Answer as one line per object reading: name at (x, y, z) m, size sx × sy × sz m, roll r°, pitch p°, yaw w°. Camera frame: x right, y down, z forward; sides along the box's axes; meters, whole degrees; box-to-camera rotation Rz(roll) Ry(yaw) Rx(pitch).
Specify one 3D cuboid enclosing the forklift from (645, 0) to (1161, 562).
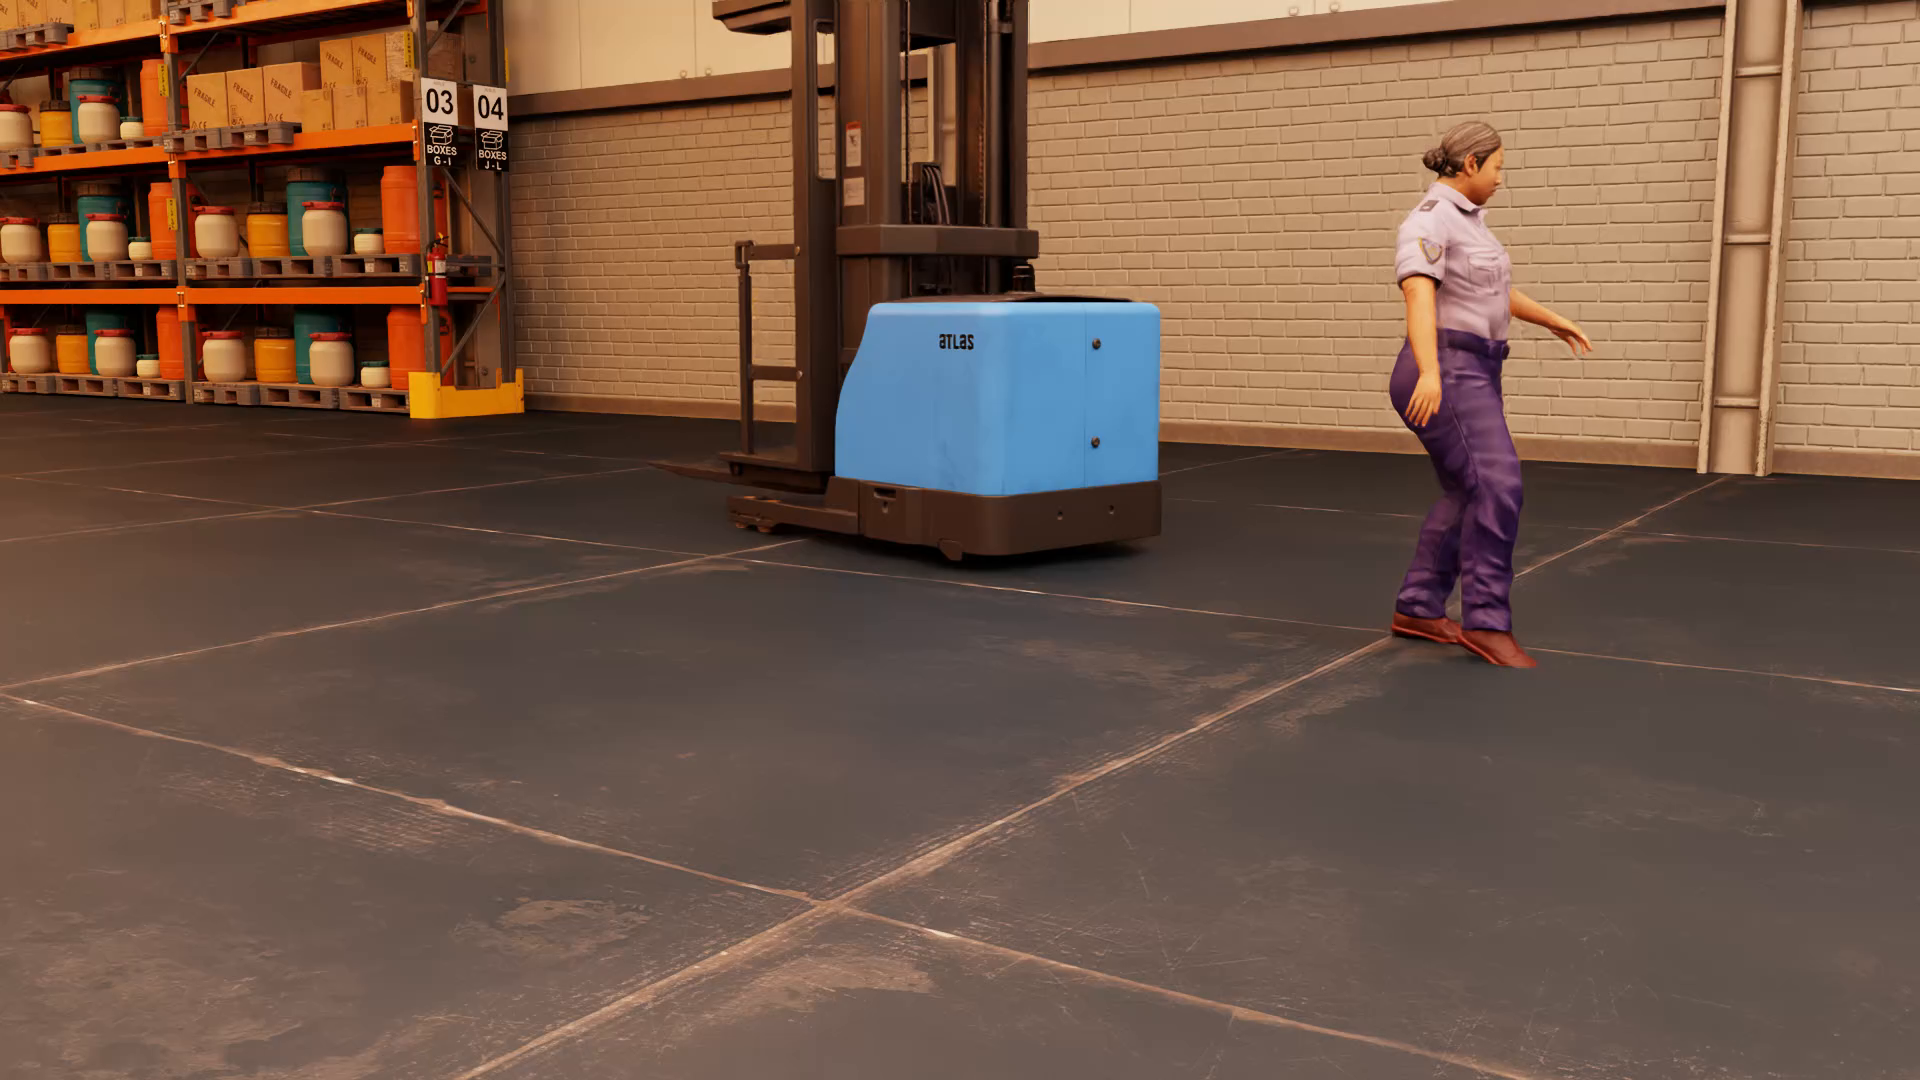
forklift at (-0.463, -1.520, 7.882) m, size 1.130 × 2.935 × 3.031 m, roll -7°, pitch 11°, yaw -40°

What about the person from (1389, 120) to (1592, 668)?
person at (1.598, -0.434, 5.111) m, size 0.554 × 1.680 × 0.907 m, roll 5°, pitch 10°, yaw 32°
